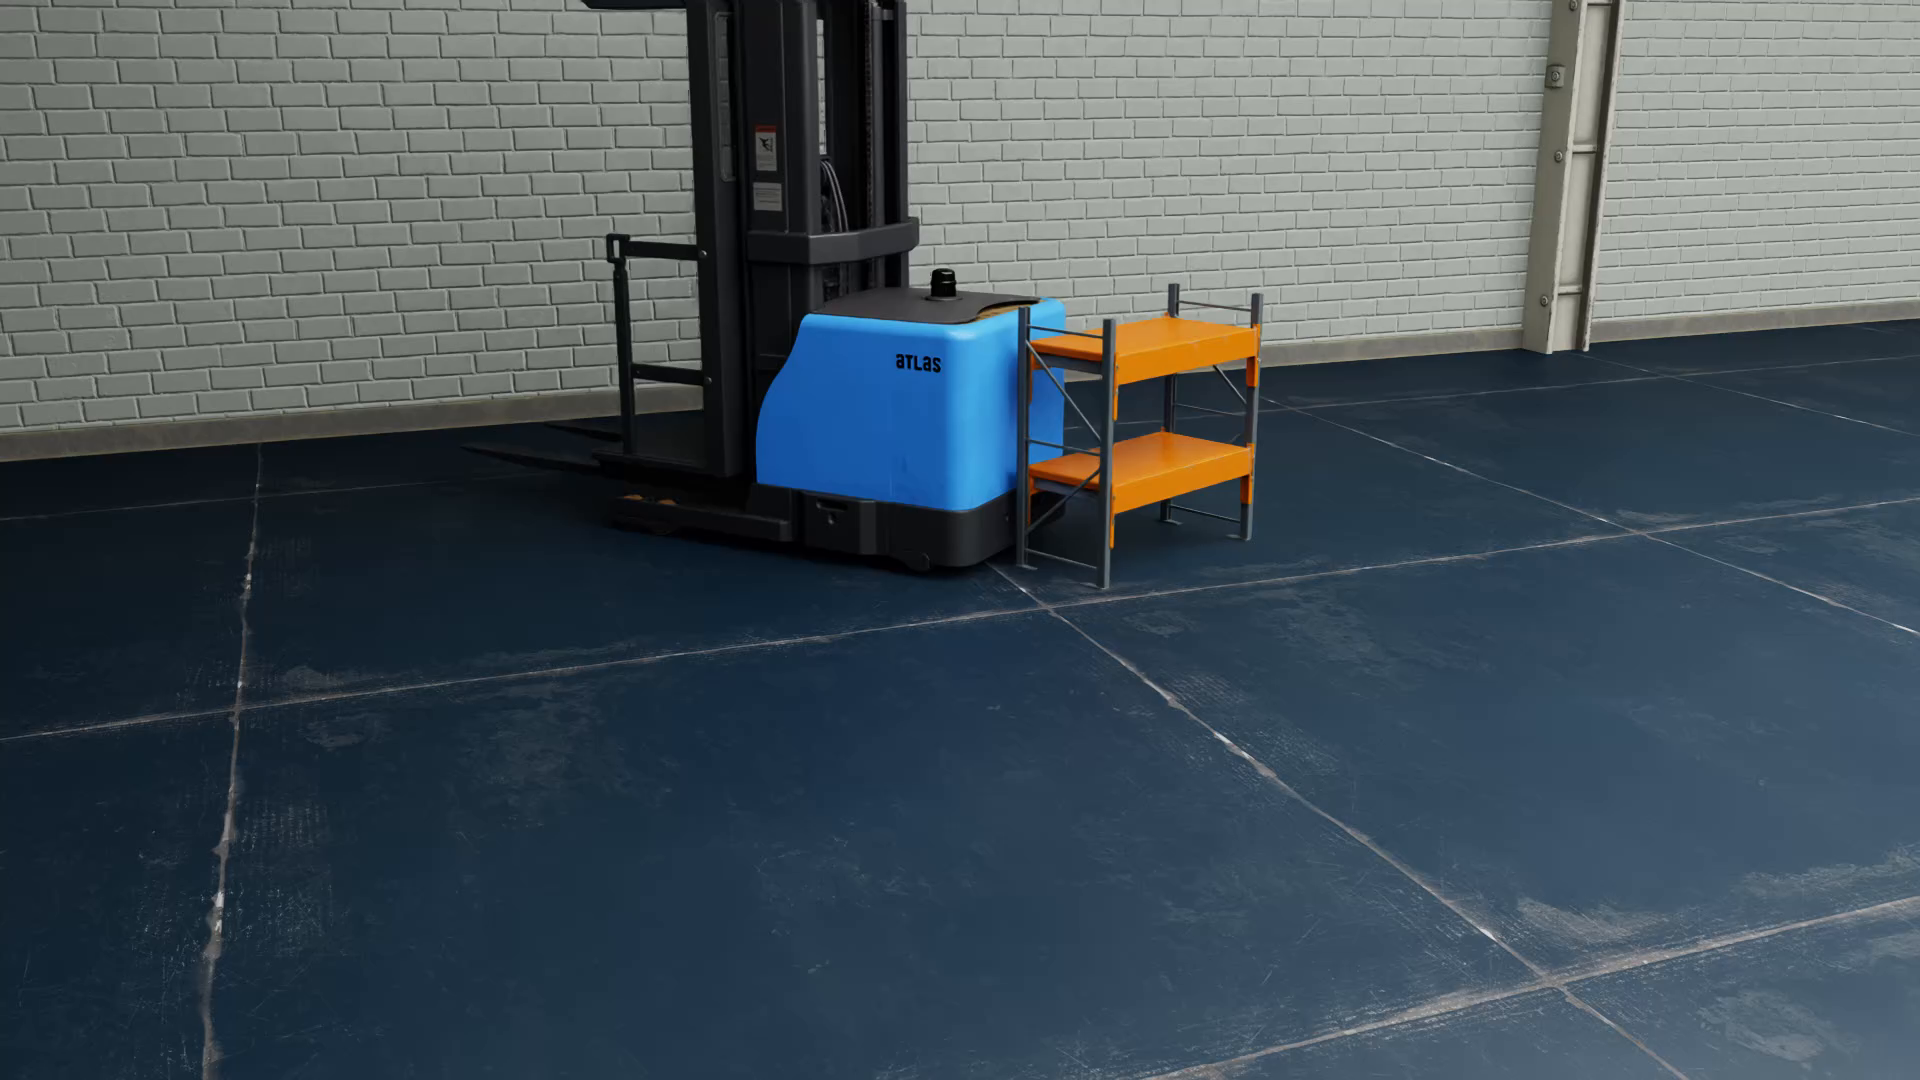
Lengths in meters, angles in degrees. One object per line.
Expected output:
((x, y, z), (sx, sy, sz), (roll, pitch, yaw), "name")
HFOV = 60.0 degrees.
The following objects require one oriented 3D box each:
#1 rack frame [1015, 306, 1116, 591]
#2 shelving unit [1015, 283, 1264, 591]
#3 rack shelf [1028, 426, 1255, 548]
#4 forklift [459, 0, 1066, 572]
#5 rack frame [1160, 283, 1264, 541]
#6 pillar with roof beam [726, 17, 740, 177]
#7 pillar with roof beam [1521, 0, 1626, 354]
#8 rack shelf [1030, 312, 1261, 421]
((0.430, -0.381, 6.898), (0.500, 1.125, 0.032), (15, 22, 42), "rack frame")
((0.786, -0.483, 7.247), (0.538, 1.125, 1.048), (15, 22, 42), "shelving unit")
((0.786, -0.248, 7.316), (0.538, 0.278, 1.000), (15, 22, 42), "rack shelf")
((-1.052, -1.547, 7.665), (3.031, 2.935, 1.130), (9, 18, 27), "forklift")
((1.141, -0.585, 7.596), (0.500, 1.125, 0.032), (15, 22, 42), "rack frame")
((0.395, -4.013, 5.293), (0.400, 9.000, 9.100), (-6, 17, -20), "pillar with roof beam")
((5.998, -4.618, 7.353), (0.400, 9.000, 9.100), (-6, 17, -20), "pillar with roof beam")
((0.786, -0.764, 7.164), (0.538, 0.278, 1.000), (15, 22, 42), "rack shelf")
